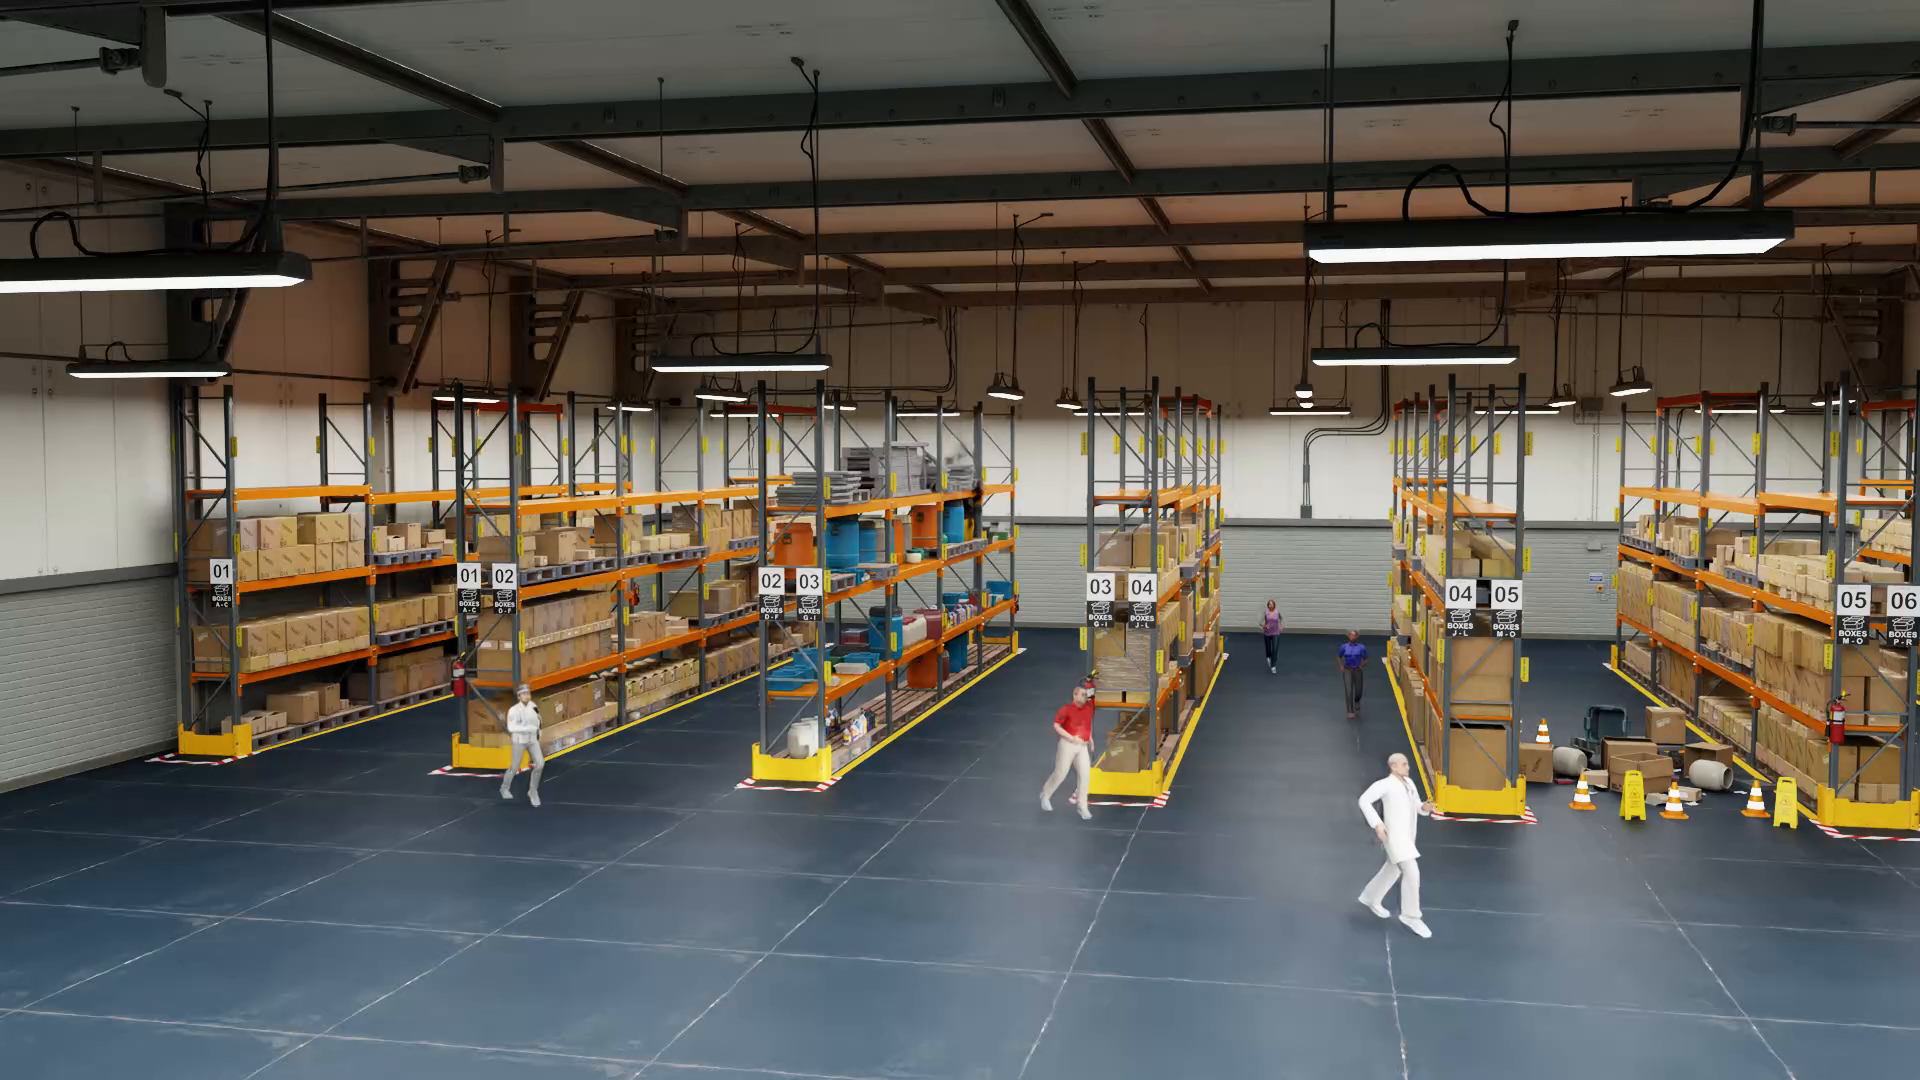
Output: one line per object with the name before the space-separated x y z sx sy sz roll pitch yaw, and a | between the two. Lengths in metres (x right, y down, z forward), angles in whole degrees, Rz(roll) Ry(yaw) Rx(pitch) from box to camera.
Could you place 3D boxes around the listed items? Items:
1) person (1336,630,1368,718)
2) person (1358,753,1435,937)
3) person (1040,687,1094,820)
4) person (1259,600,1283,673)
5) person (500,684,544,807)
person | 7.271 2.480 30.845 0.580 1.588 0.678 1 3 12
person | 4.543 3.132 17.315 0.908 1.836 0.677 3 4 41
person | 1.577 2.871 22.692 0.718 1.751 0.895 -2 4 -33
person | 6.941 2.123 37.077 0.546 1.598 0.881 0 3 8
person | -6.092 2.856 23.283 0.622 1.729 0.866 -3 4 -43
